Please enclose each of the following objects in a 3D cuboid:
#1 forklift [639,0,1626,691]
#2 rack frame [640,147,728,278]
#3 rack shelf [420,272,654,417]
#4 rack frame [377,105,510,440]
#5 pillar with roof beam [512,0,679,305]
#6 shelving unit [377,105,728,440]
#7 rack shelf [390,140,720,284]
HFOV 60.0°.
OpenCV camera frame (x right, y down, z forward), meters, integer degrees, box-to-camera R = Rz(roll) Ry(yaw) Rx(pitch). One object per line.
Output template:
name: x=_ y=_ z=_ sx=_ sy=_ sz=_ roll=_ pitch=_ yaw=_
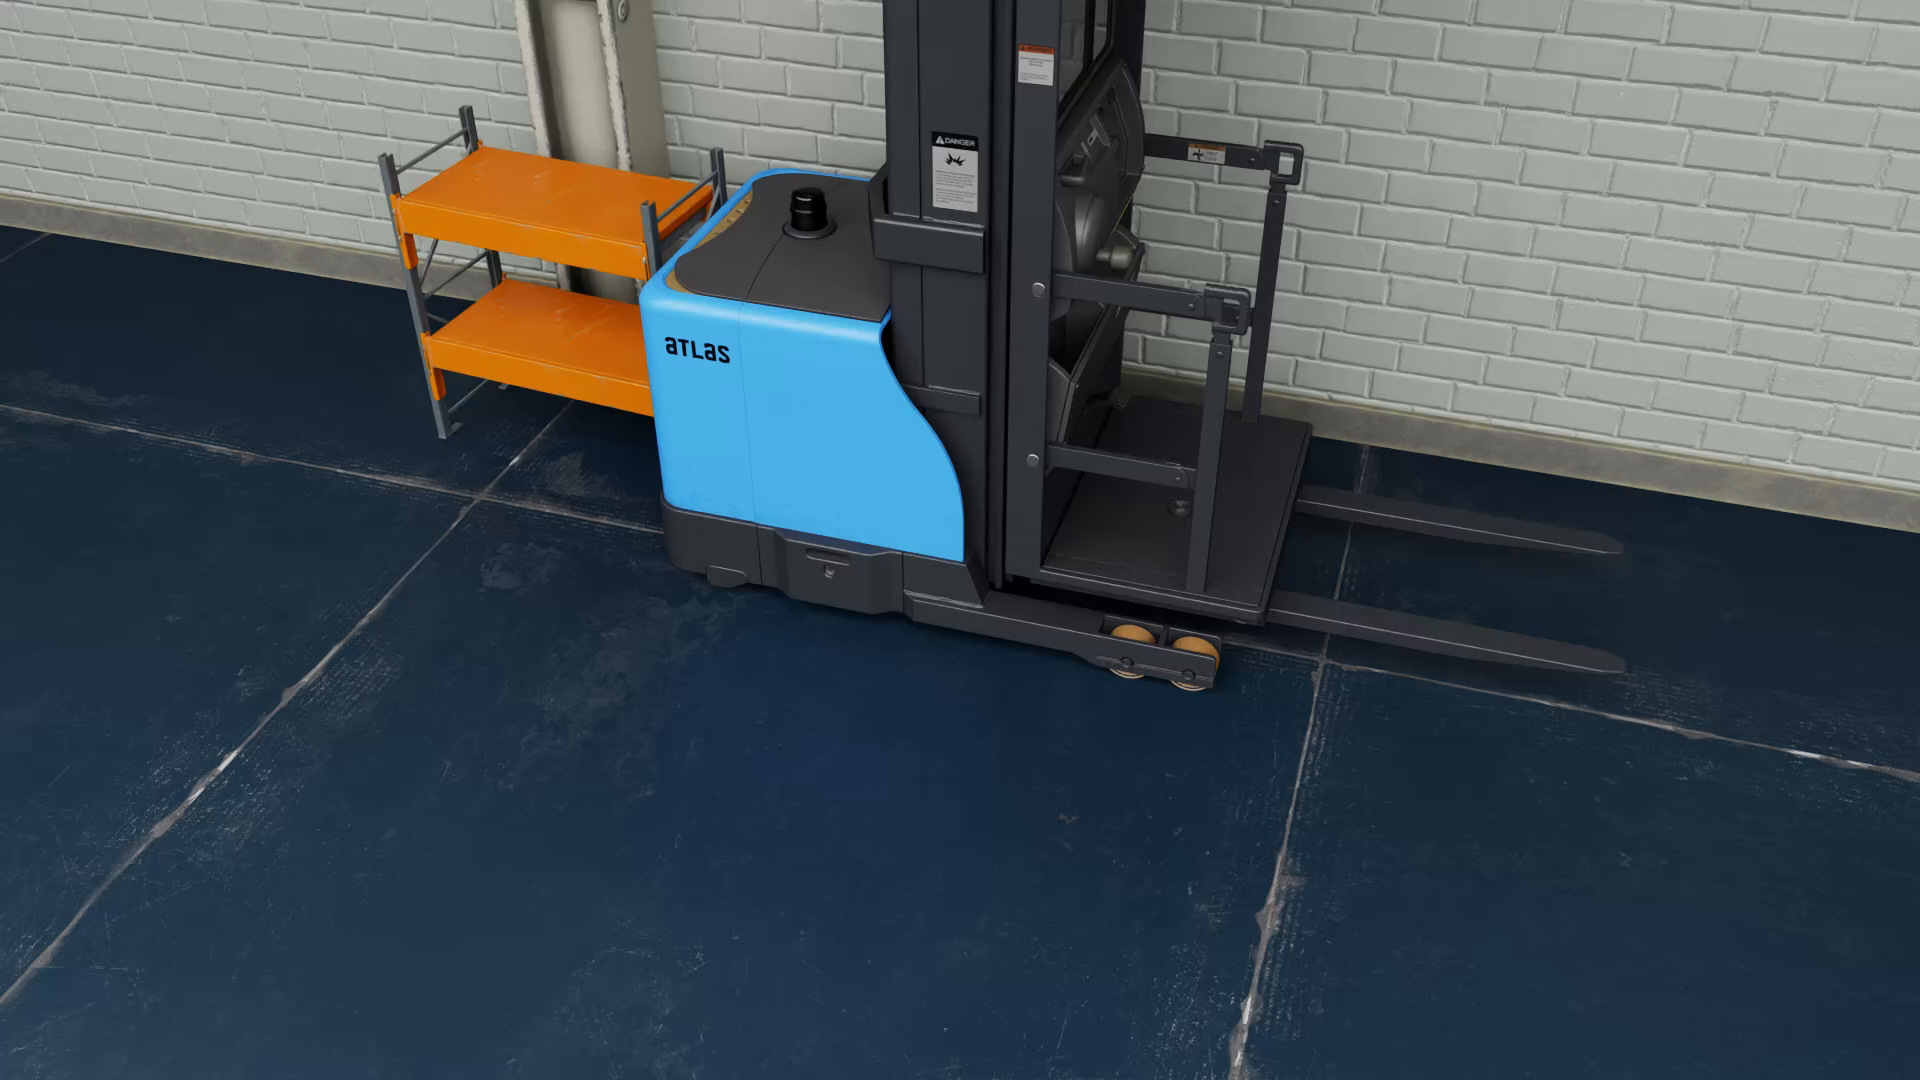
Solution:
forklift: x=0.594 y=-1.070 z=4.731 sx=3.031 sy=2.935 sz=1.130 roll=10 pitch=38 yaw=14
rack frame: x=-0.914 y=-0.749 z=5.818 sx=0.032 sy=1.125 sz=0.500 roll=13 pitch=38 yaw=17
rack shelf: x=-1.386 y=-0.664 z=6.115 sx=1.000 sy=0.278 sz=0.538 roll=13 pitch=38 yaw=17
rack frame: x=-1.858 y=-0.972 z=6.122 sx=0.032 sy=1.125 sz=0.500 roll=13 pitch=38 yaw=17
pillar with roof beam: x=-2.652 y=-2.009 z=0.889 sx=0.400 sy=9.000 sz=9.100 roll=10 pitch=38 yaw=14
shelving unit: x=-1.386 y=-0.861 z=5.970 sx=1.048 sy=1.125 sz=0.538 roll=13 pitch=38 yaw=17
rack shelf: x=-1.386 y=-1.096 z=5.797 sx=1.000 sy=0.278 sz=0.538 roll=13 pitch=38 yaw=17
